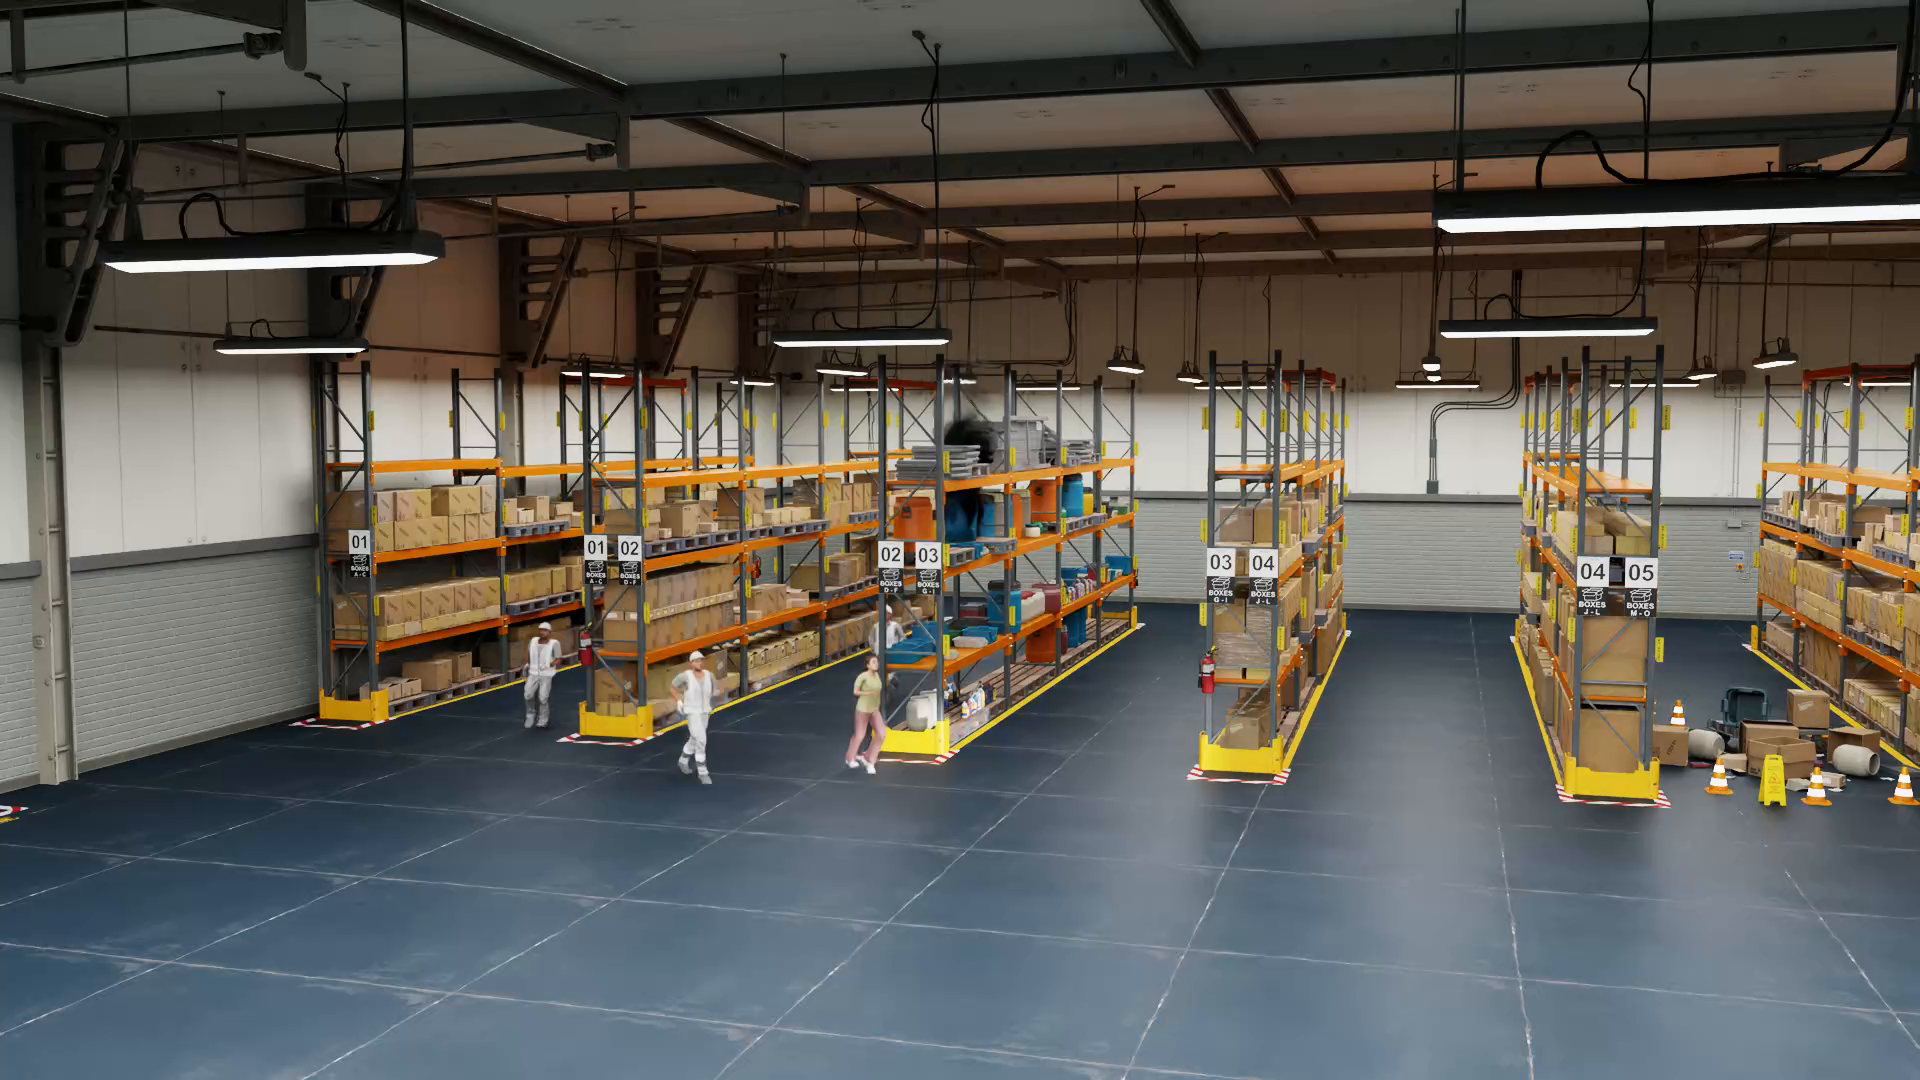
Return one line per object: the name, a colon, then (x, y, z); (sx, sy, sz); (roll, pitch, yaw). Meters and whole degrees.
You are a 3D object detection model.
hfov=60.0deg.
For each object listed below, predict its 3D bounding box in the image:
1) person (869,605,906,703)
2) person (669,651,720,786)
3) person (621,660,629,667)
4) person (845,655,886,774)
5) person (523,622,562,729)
person: (-1.310, 2.024, 29.561); (0.679, 1.737, 0.581); (1, 4, 16)
person: (-3.658, 2.454, 23.185); (0.624, 1.836, 0.856); (-4, 6, -44)
person: (-6.071, 2.010, 30.375); (0.532, 1.612, 0.798); (1, 4, 13)
person: (-1.307, 2.484, 23.798); (0.581, 1.710, 0.694); (-3, 5, -40)
person: (-6.805, 2.198, 27.025); (0.662, 1.730, 0.656); (0, 4, 3)
